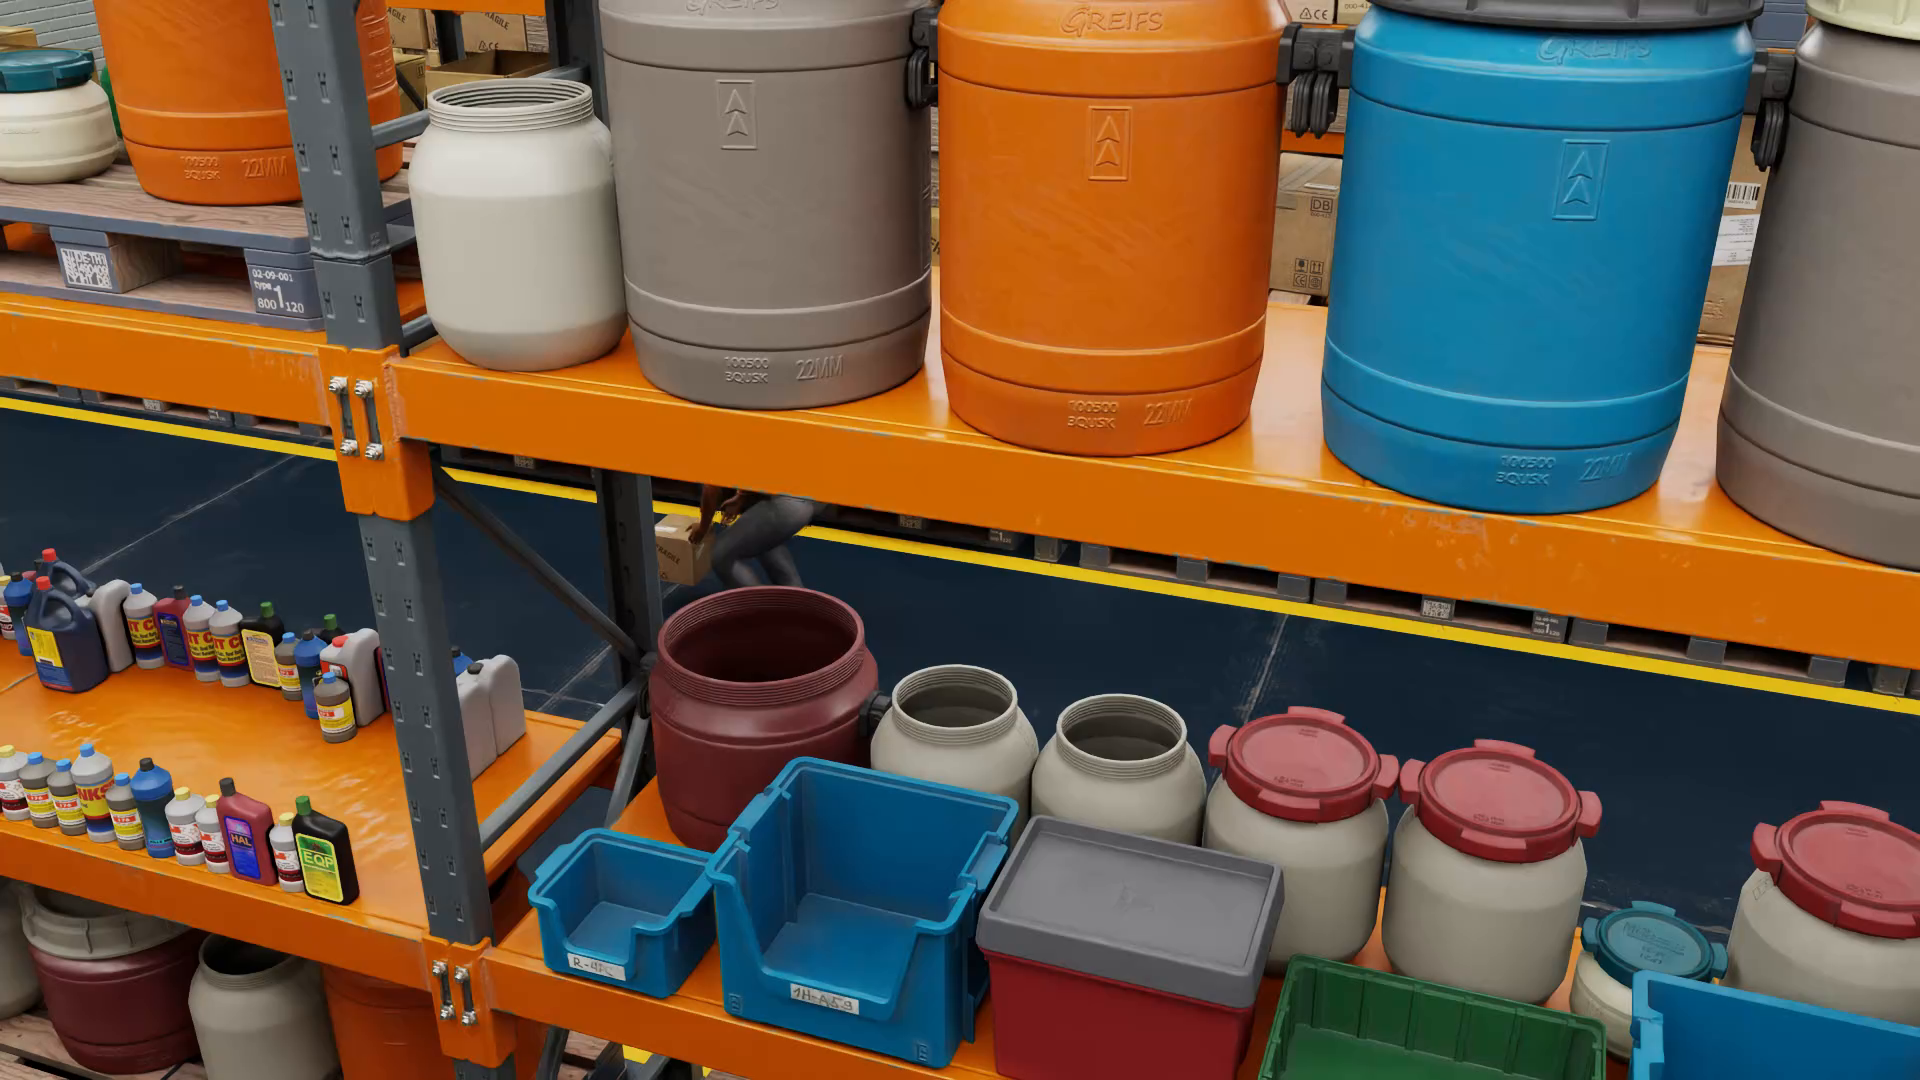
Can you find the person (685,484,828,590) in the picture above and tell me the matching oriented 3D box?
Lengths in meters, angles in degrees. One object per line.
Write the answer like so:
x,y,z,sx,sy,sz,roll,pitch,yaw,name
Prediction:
-0.976,-0.162,7.862,0.667,1.308,0.497,10,28,20,person
